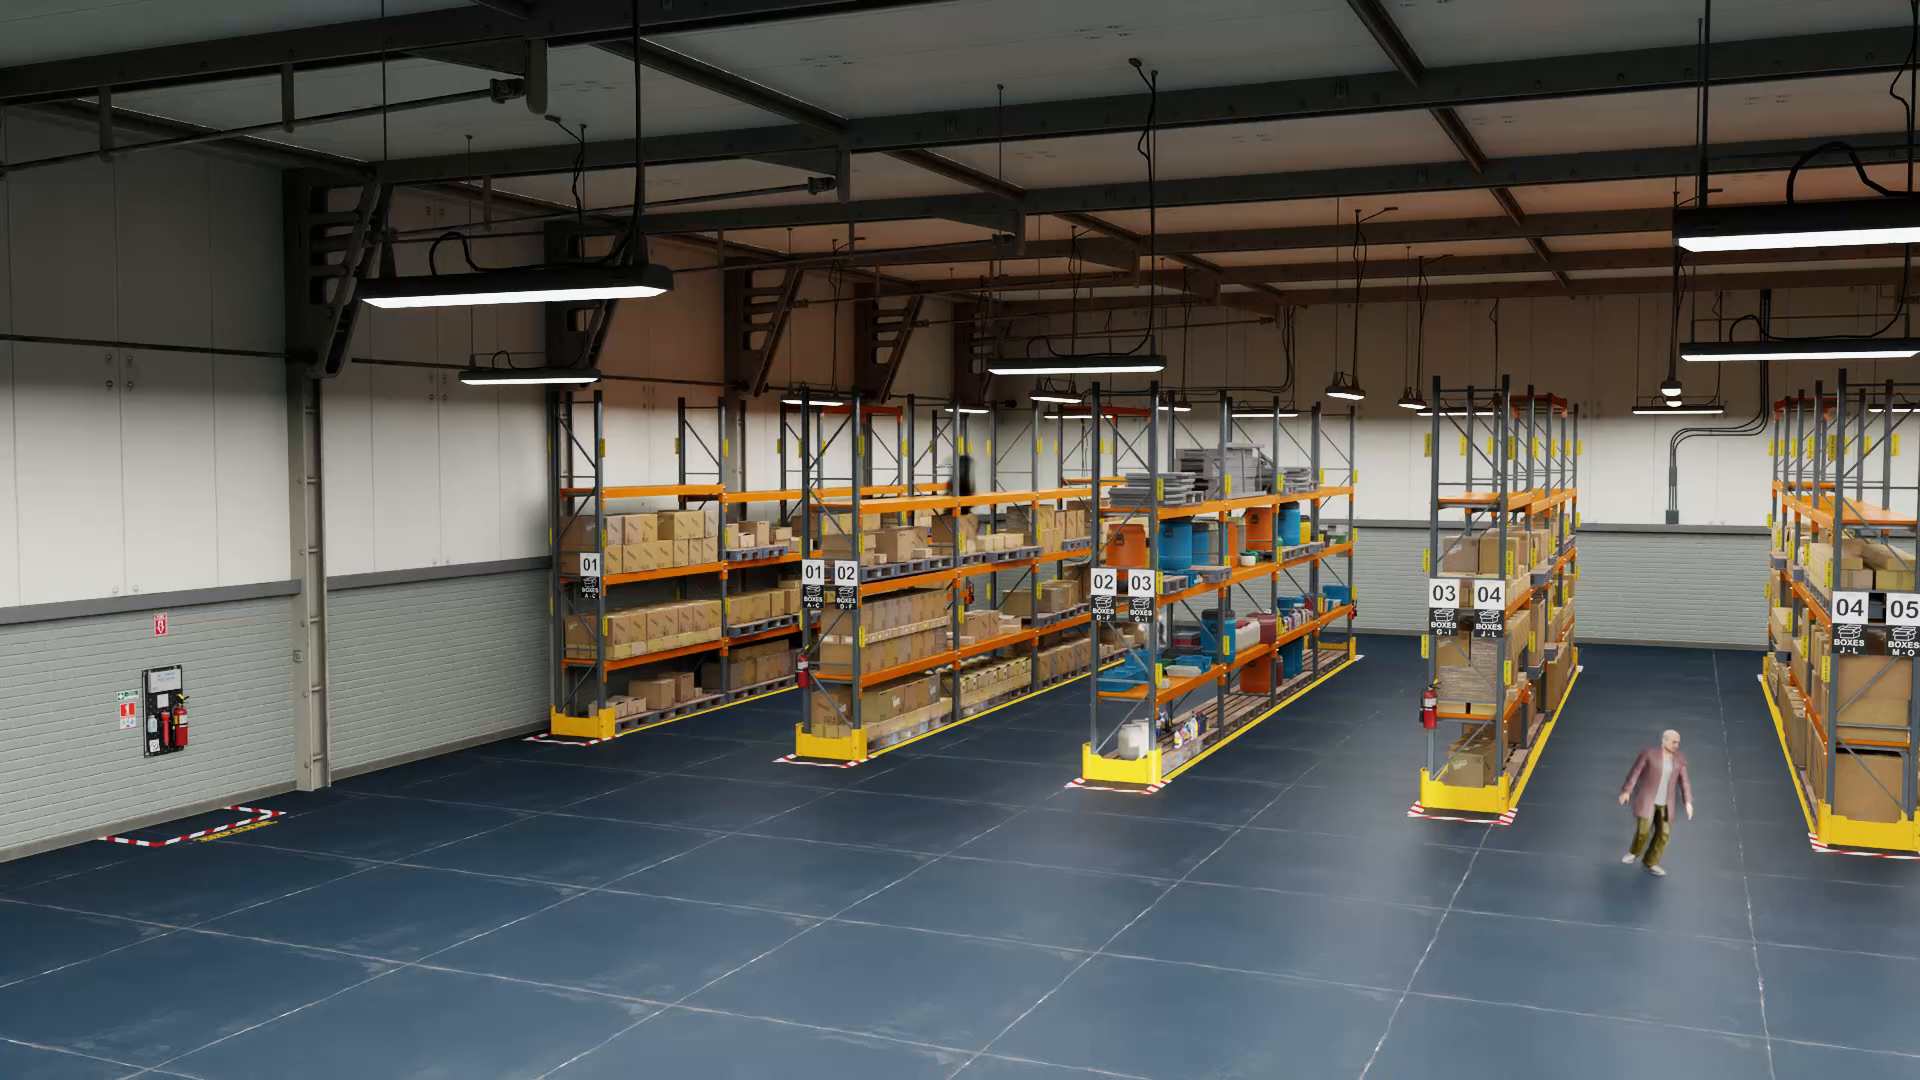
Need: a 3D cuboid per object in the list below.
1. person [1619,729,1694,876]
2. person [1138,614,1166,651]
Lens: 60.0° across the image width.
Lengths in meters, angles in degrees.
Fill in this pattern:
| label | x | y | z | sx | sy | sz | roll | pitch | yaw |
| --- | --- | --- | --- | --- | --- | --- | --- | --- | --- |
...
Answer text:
| label | x | y | z | sx | sy | sz | roll | pitch | yaw |
| --- | --- | --- | --- | --- | --- | --- | --- | --- | --- |
| person | 8.160 | 3.055 | 19.519 | 0.730 | 1.735 | 0.590 | 0 | 3 | -4 |
| person | 4.136 | 2.186 | 35.775 | 0.580 | 1.739 | 0.811 | 1 | 3 | 23 |
